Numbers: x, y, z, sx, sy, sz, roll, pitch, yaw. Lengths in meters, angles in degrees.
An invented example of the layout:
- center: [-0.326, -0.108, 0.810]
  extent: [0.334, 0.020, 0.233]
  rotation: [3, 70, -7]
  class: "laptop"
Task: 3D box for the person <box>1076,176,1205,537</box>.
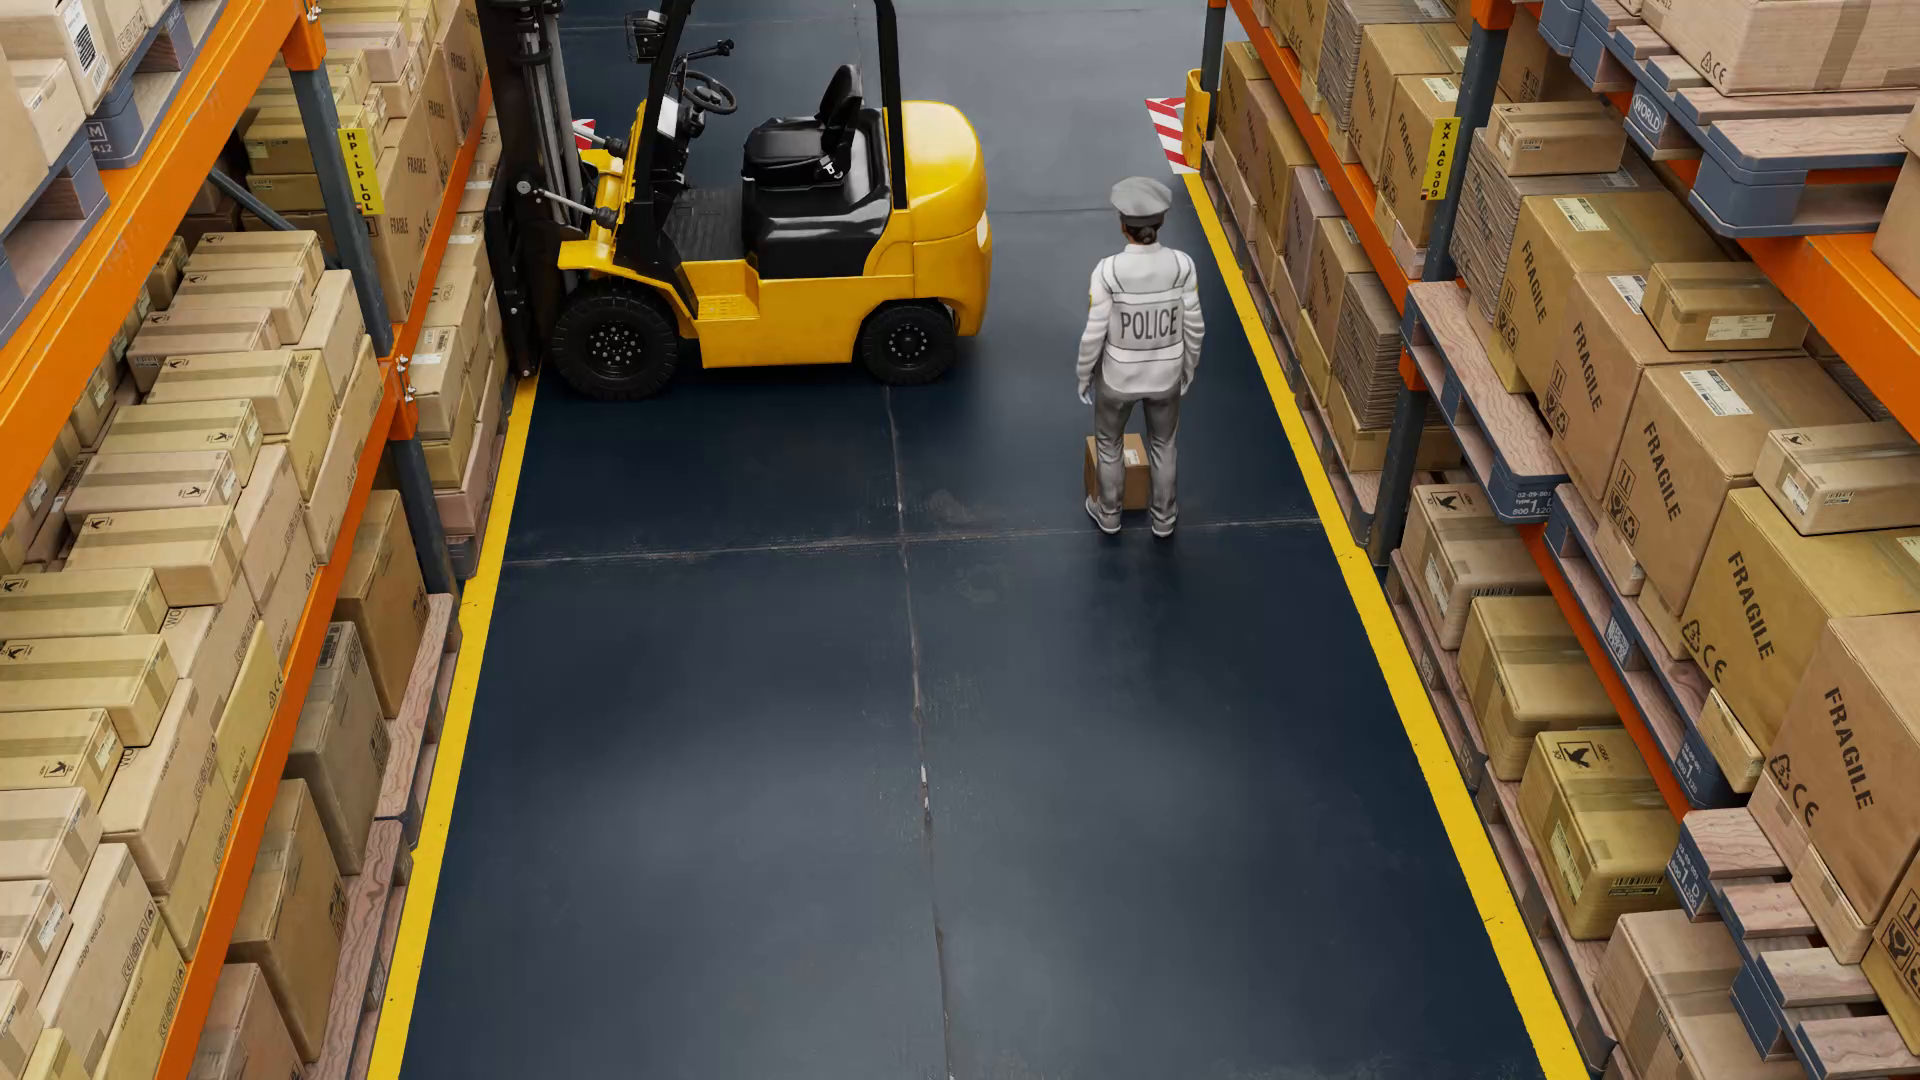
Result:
- center: [0.743, -0.715, 7.025]
  extent: [0.531, 1.661, 0.414]
  rotation: [-5, 40, -6]
  class: "person"
